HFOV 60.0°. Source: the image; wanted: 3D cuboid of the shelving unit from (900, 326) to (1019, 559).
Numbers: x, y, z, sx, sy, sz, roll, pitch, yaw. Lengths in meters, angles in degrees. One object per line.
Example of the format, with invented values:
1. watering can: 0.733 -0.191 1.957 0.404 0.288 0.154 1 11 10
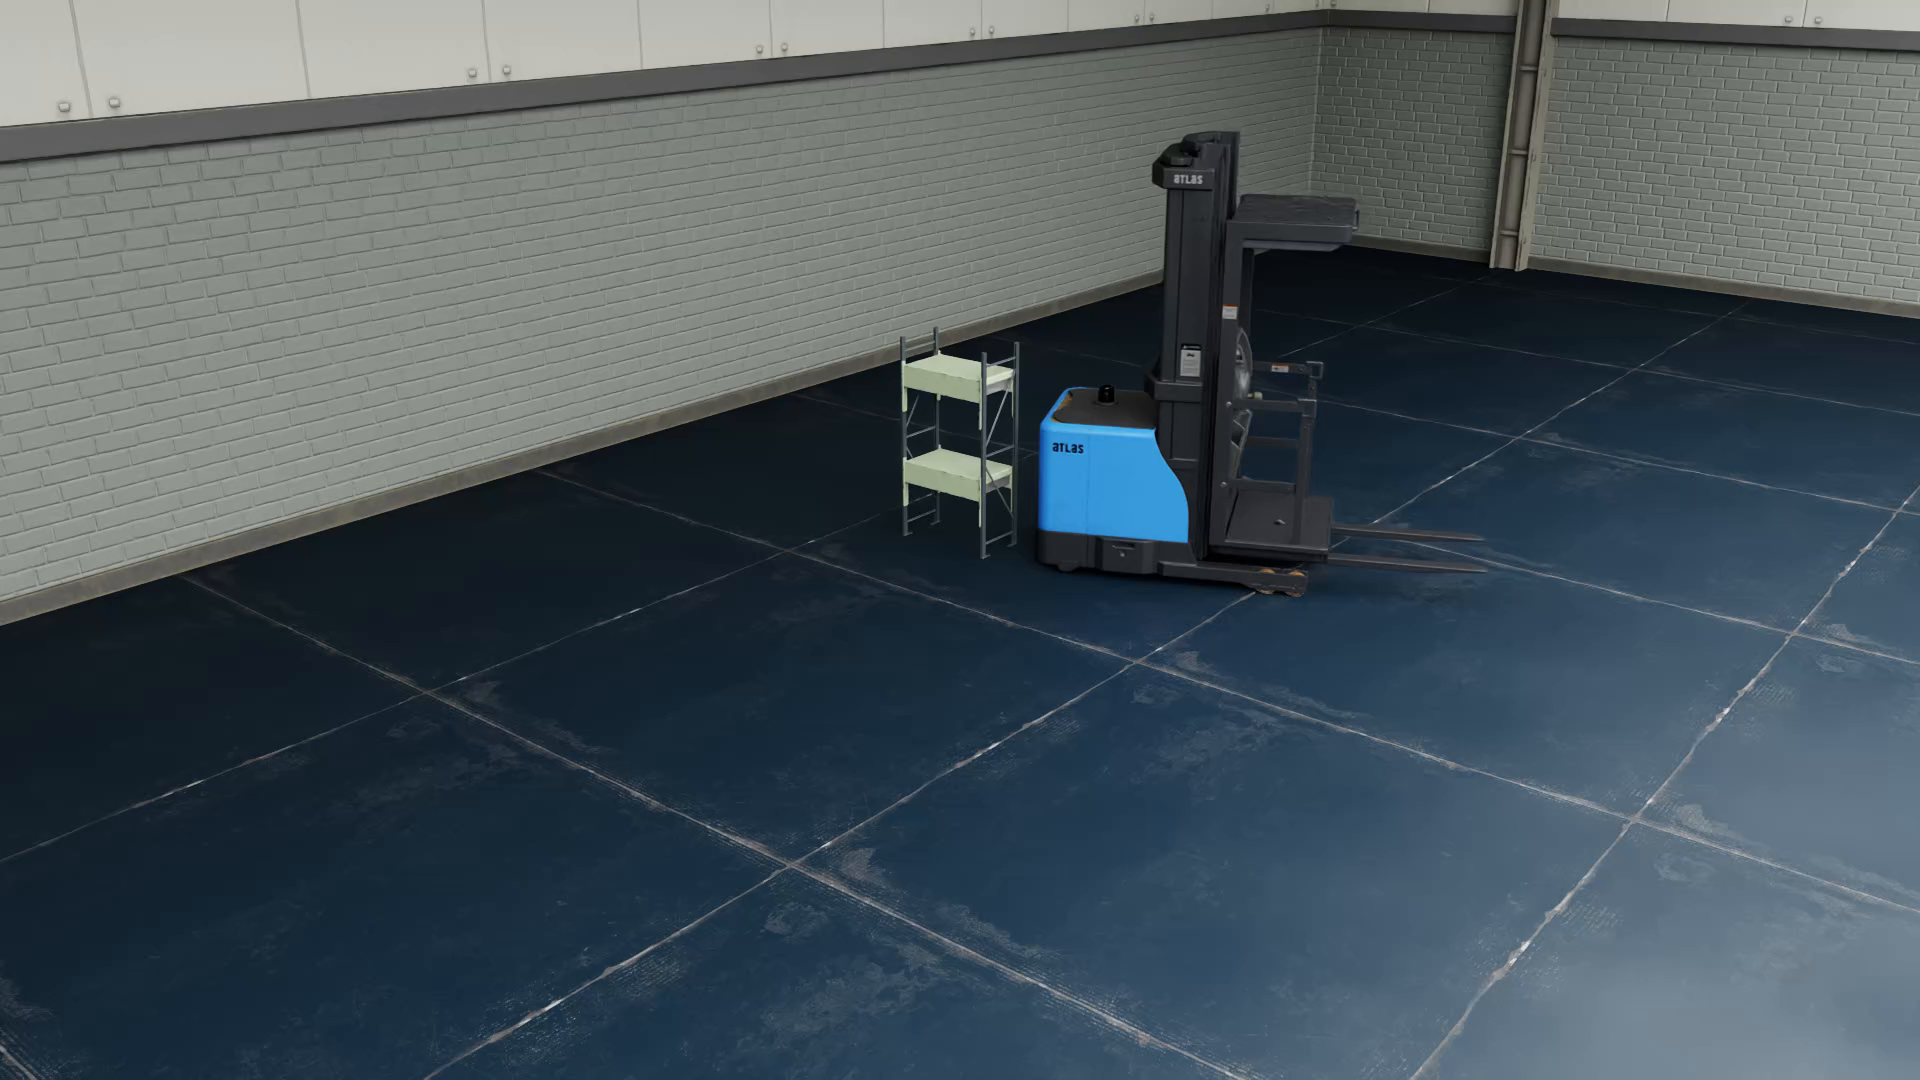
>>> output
1. shelving unit: -0.005 -0.703 11.907 0.755 1.500 0.431 16 26 36

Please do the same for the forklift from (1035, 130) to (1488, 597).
1. forklift: 2.099 -1.198 11.192 3.031 2.935 1.130 5 21 13

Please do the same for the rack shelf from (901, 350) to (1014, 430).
1. rack shelf: -0.005 -1.068 11.770 0.720 0.370 0.431 16 26 36

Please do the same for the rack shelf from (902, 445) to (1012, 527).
1. rack shelf: -0.005 -0.398 12.023 0.720 0.370 0.431 16 26 36

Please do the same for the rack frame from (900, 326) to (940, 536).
1. rack frame: -0.289 -0.785 12.124 0.023 1.500 0.400 16 26 36

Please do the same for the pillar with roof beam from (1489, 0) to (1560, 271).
1. pillar with roof beam: 4.371 -6.558 16.806 0.400 9.000 9.100 16 26 36

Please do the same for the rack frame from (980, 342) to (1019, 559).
1. rack frame: 0.278 -0.622 11.691 0.023 1.500 0.400 16 26 36
